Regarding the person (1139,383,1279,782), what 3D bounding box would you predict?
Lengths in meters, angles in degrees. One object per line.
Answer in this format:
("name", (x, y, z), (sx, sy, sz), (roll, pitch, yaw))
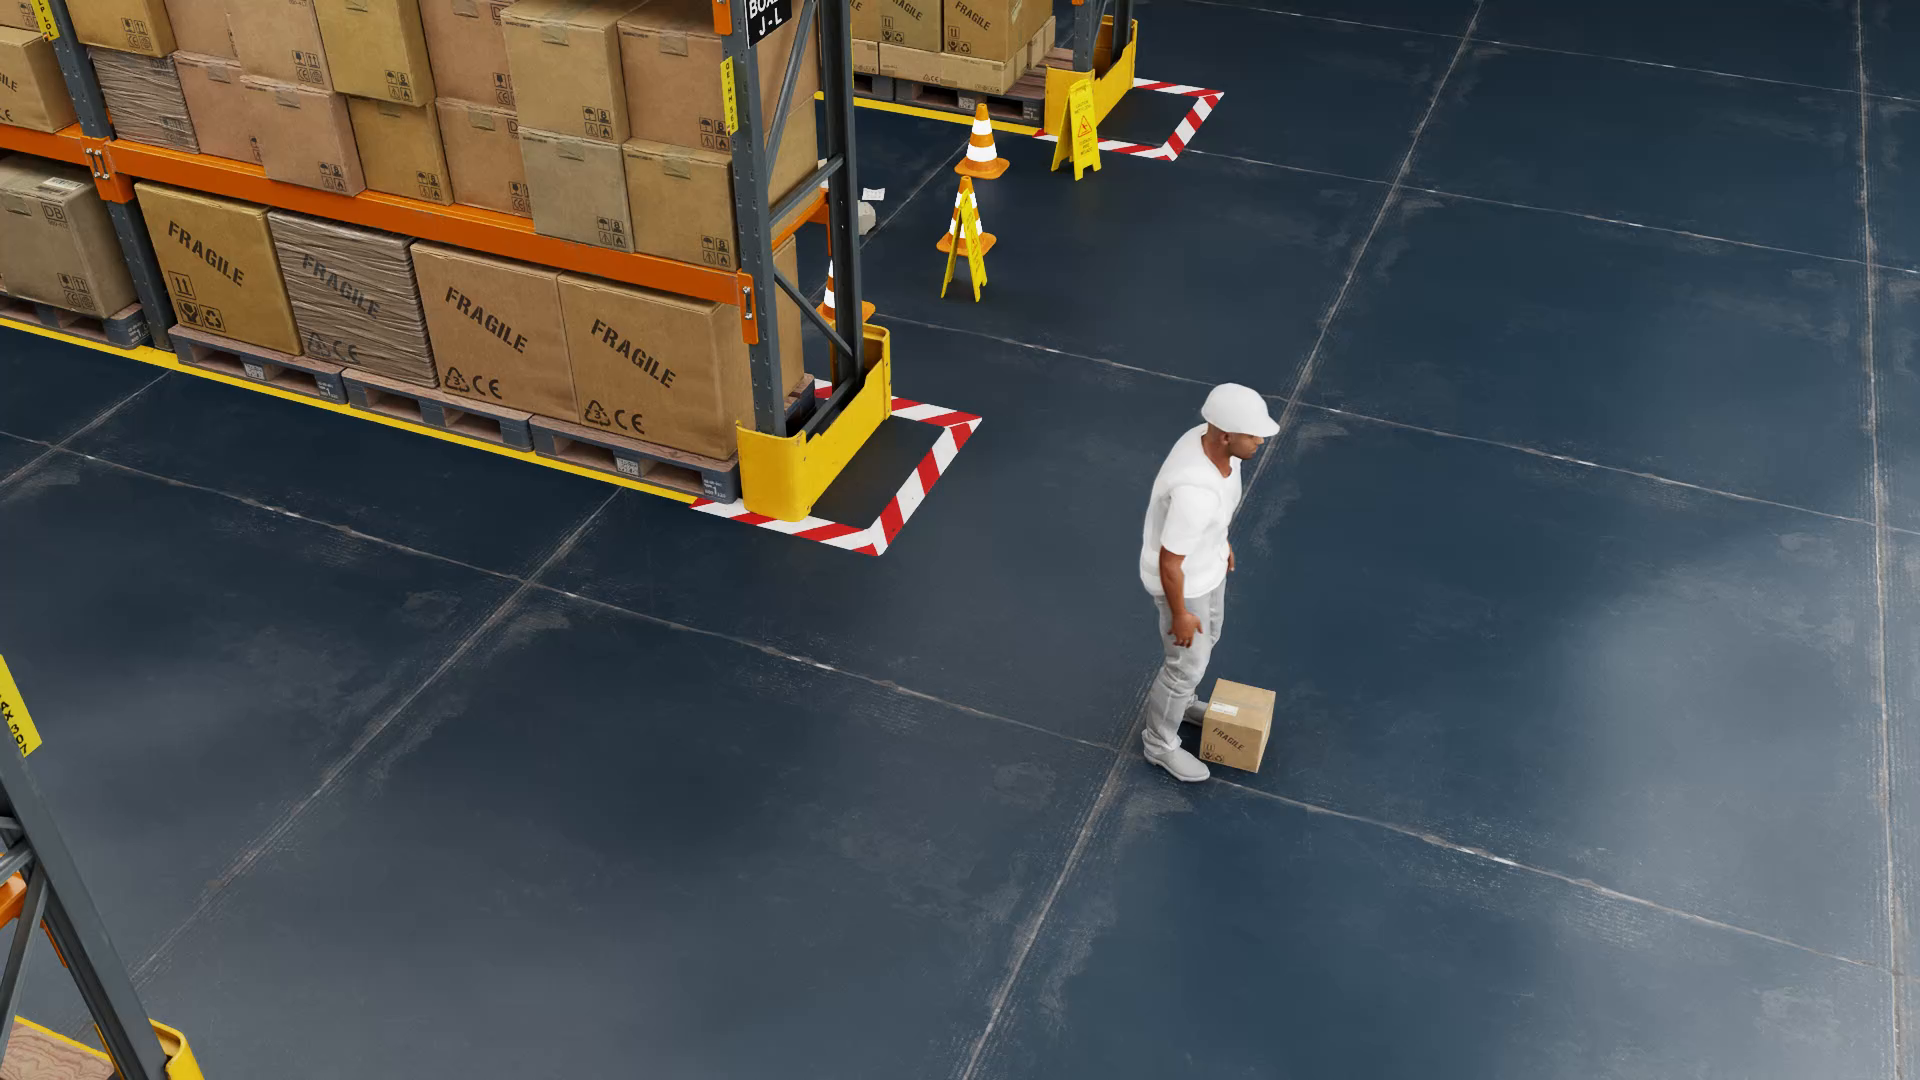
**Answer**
("person", (0.950, 0.141, 6.623), (0.459, 1.756, 0.625), (13, 39, 17))
